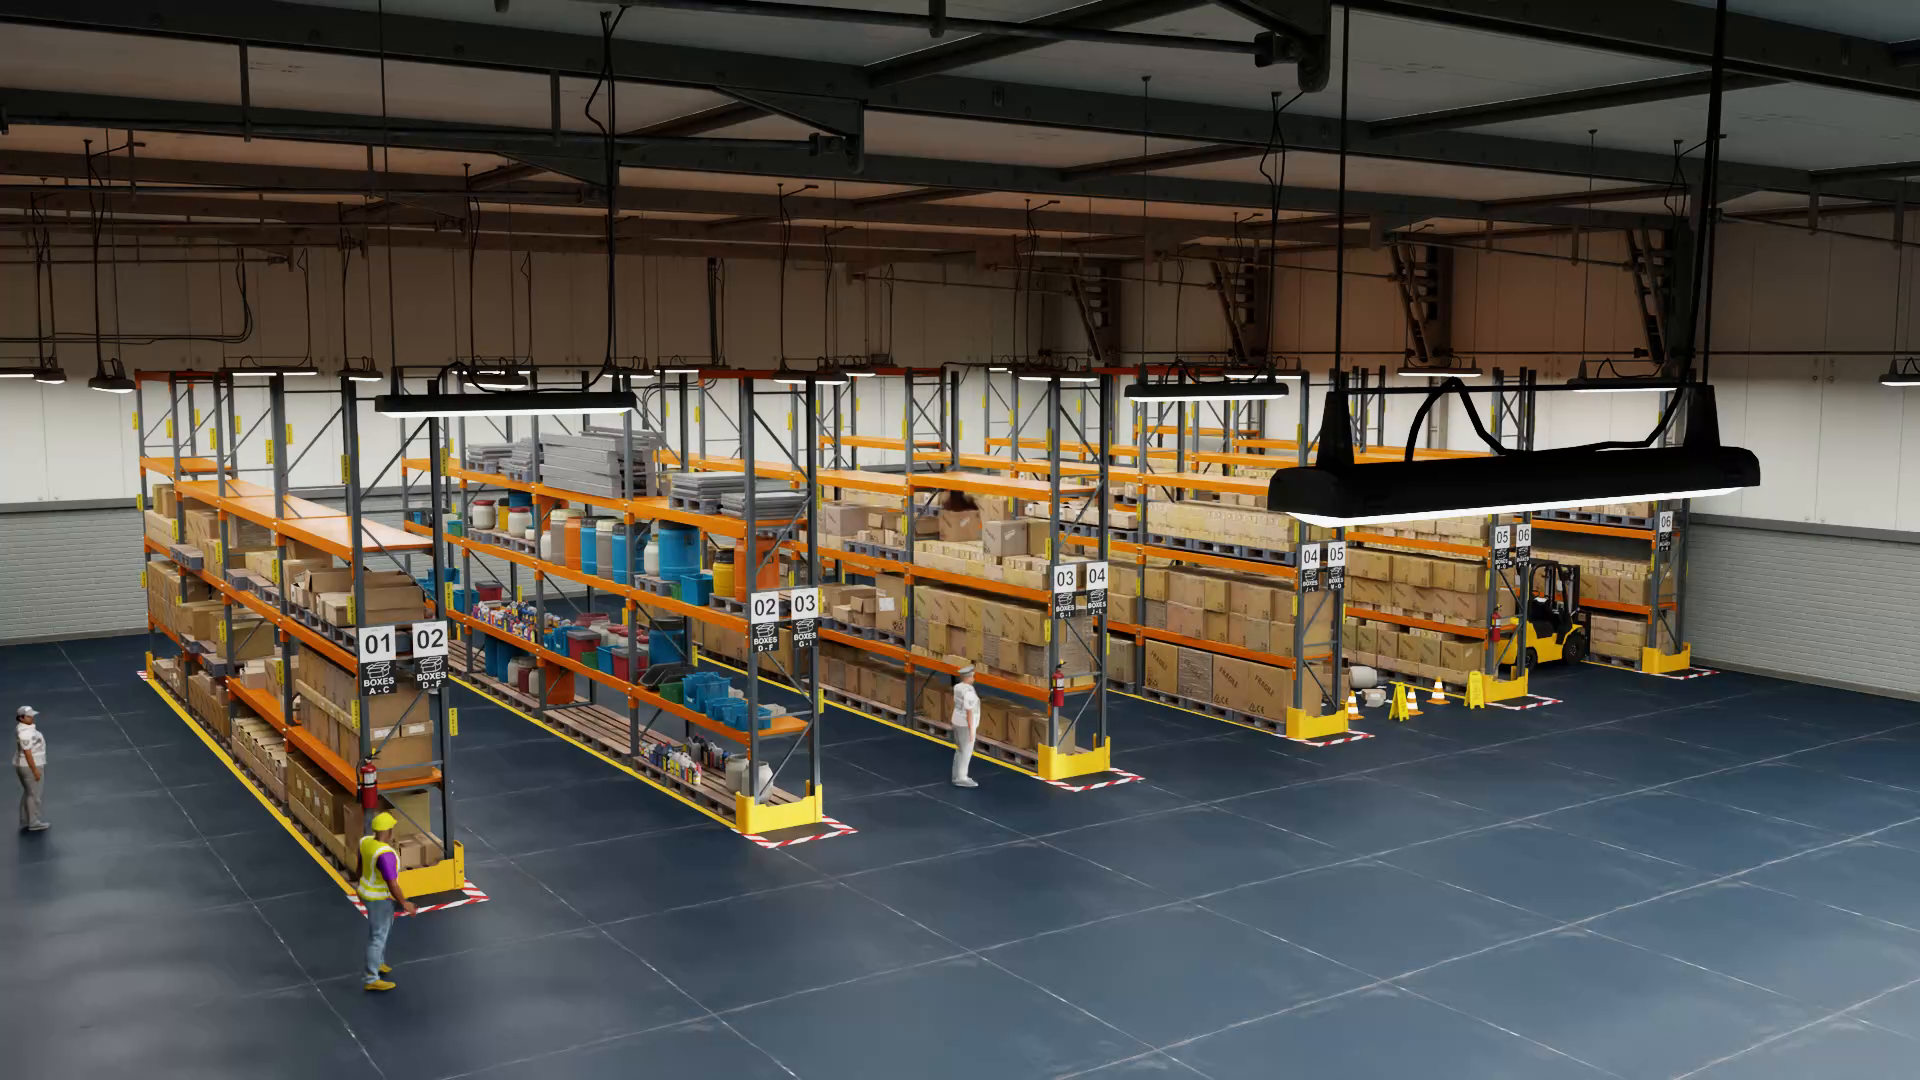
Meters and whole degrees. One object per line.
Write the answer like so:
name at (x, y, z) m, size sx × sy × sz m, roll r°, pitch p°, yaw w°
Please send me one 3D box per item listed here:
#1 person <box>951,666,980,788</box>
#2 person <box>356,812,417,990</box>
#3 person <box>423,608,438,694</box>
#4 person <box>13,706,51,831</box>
person at (0.090, 2.714, 24.314) m, size 0.404 × 1.773 × 0.647 m, roll -2°, pitch 7°, yaw -20°
person at (-5.806, 3.603, 16.720) m, size 0.526 × 1.800 × 0.711 m, roll -4°, pitch 8°, yaw -34°
person at (-9.782, 2.055, 30.771) m, size 0.366 × 1.599 × 0.480 m, roll -5°, pitch 8°, yaw -39°
person at (-12.321, 3.035, 22.084) m, size 0.524 × 1.699 × 0.412 m, roll 6°, pitch 9°, yaw 44°
